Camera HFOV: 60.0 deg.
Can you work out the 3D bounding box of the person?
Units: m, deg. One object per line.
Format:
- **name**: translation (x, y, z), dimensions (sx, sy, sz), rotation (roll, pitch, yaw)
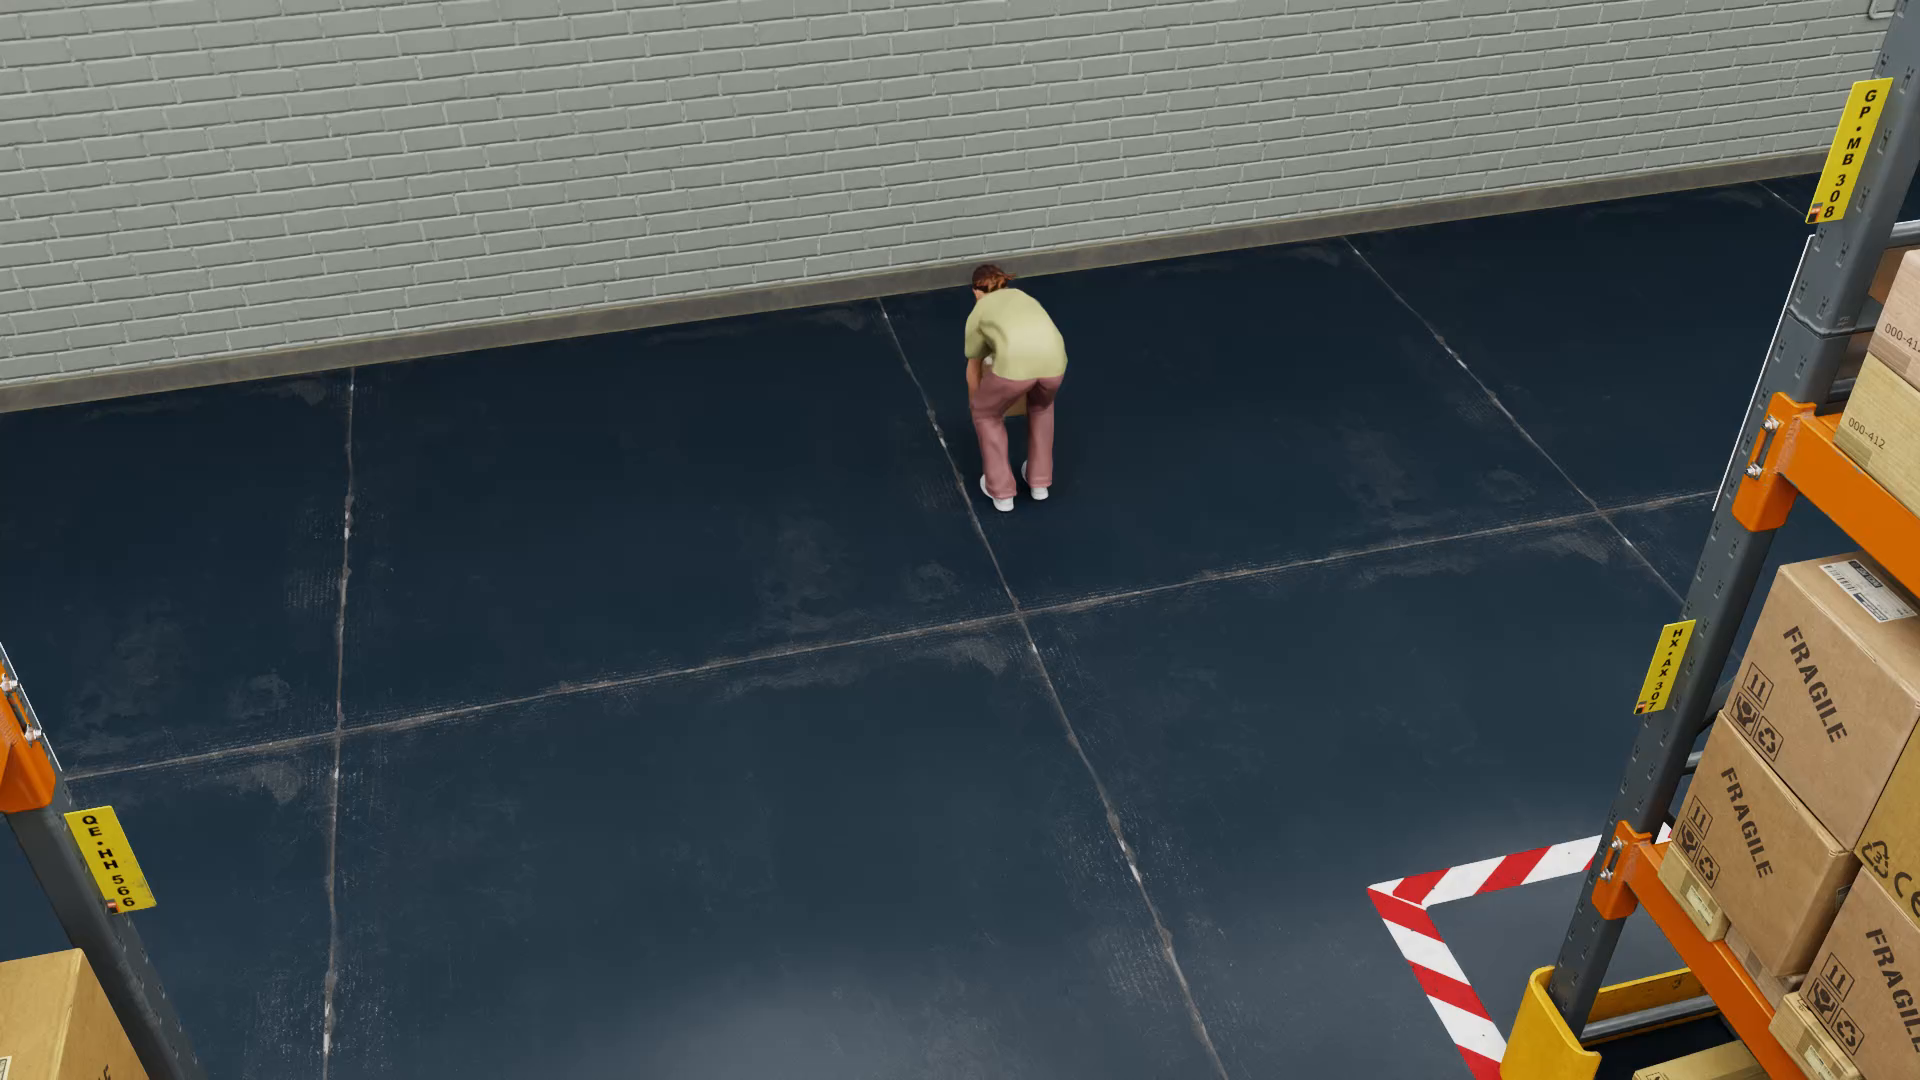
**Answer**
- **person**: translation (0.233, -0.767, 8.190), dimensions (0.428, 1.051, 0.872), rotation (-11, 40, -13)
